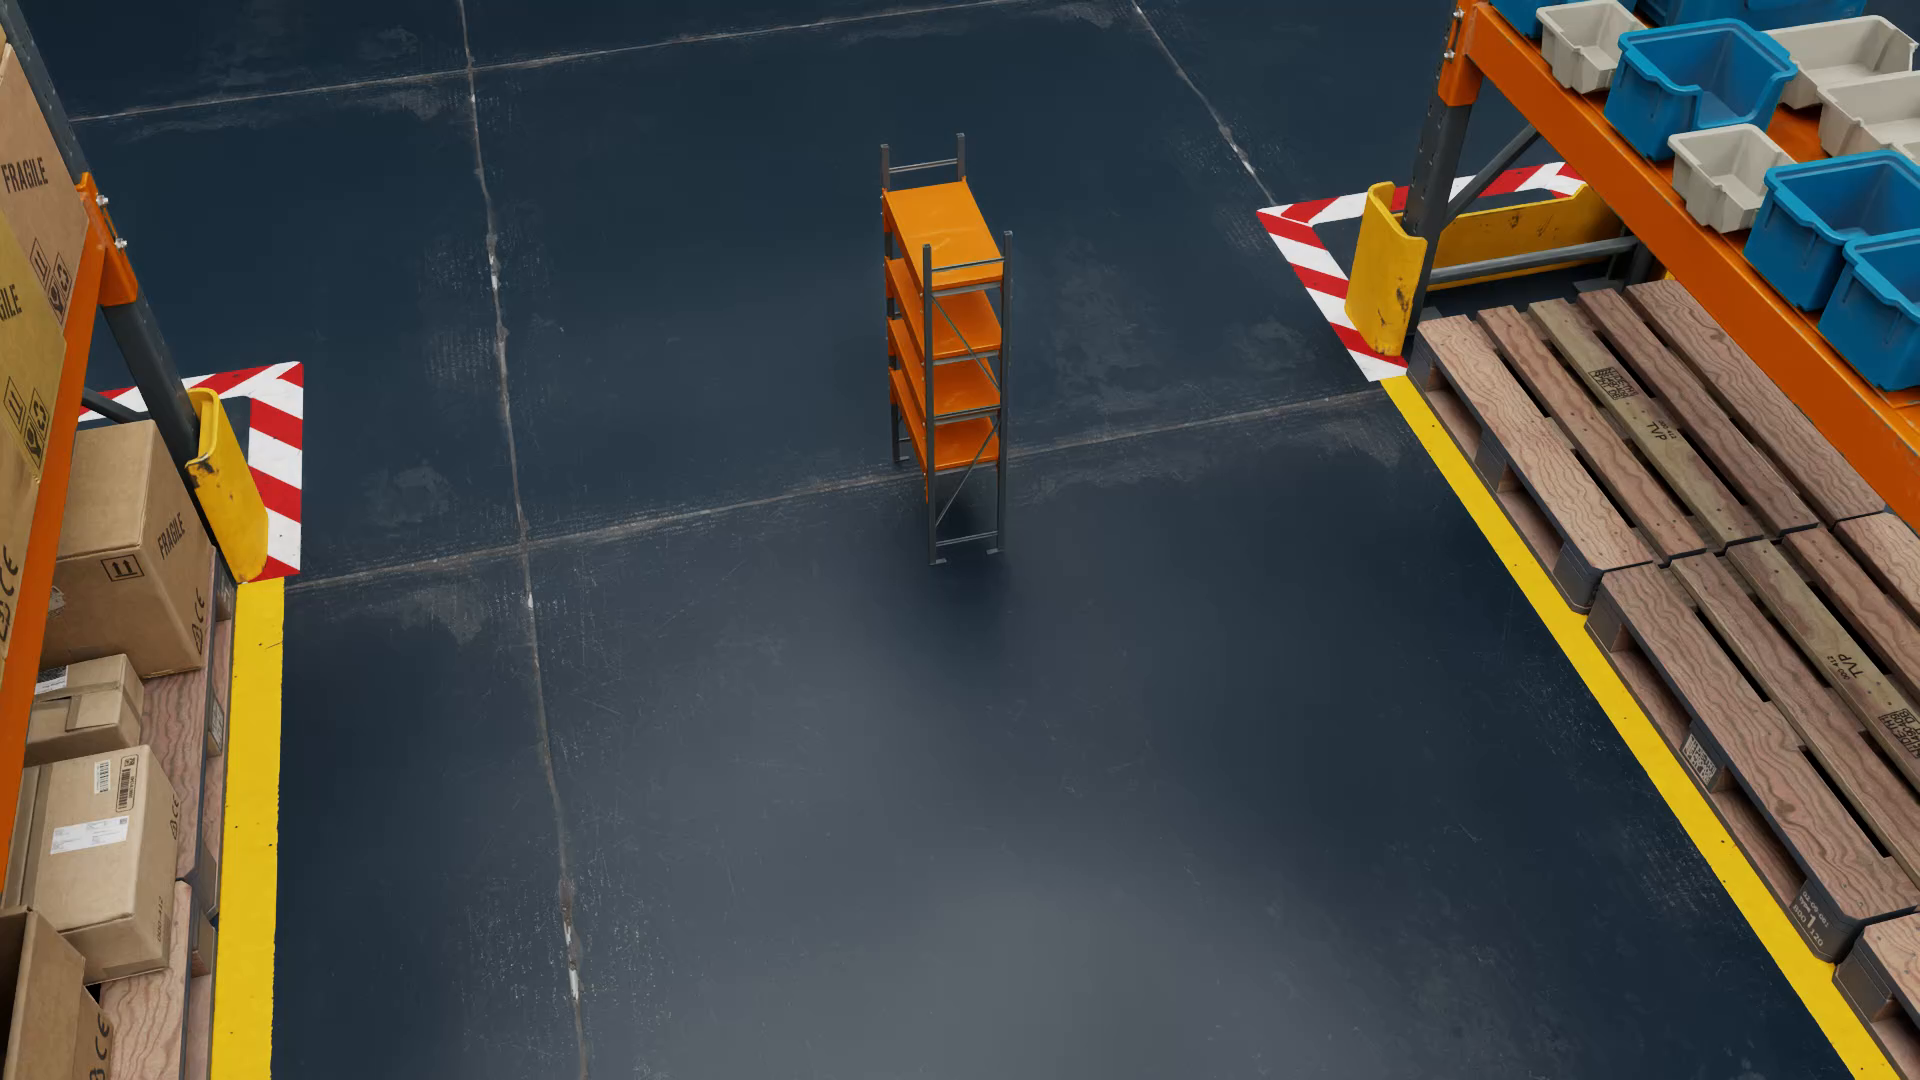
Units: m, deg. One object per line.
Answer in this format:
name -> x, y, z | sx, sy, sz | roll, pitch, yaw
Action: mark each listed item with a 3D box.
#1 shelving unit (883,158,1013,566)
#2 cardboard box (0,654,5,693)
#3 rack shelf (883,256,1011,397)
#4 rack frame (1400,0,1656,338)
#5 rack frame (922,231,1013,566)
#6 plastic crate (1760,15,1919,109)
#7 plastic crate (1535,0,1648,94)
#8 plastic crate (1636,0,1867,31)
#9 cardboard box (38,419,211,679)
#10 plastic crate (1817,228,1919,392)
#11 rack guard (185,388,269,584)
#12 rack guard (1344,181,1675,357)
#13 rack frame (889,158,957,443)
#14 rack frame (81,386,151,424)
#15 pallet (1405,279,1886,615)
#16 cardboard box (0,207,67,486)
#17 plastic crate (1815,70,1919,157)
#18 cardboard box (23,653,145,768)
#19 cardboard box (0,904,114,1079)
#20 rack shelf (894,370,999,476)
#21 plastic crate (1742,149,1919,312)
shelving unit -> -0.042, -0.533, 4.932 | 0.258, 1.200, 0.499 | -11, 47, -10
cardboard box -> -2.007, 0.280, 2.806 | 0.500, 0.500, 0.500 | -11, 47, -11
rack shelf -> -0.042, -0.644, 4.822 | 0.258, 0.148, 0.480 | -11, 47, -10
rack frame -> 2.017, -1.899, 5.011 | 1.000, 3.000, 0.127 | -11, 47, -10
rack frame -> 0.020, -0.366, 4.768 | 0.240, 1.200, 0.015 | -11, 47, -10
plastic crate -> 2.401, -1.298, 4.564 | 0.396, 0.136, 0.243 | -11, 47, -10
plastic crate -> 1.764, -1.360, 4.626 | 0.250, 0.136, 0.298 | -11, 47, -10
plastic crate -> 2.283, -1.735, 4.784 | 0.616, 0.435, 0.499 | -11, 47, -10
cardboard box -> -2.395, 0.056, 4.538 | 0.500, 0.500, 0.500 | -11, 47, -10
plastic crate -> 2.176, -0.514, 3.729 | 0.416, 0.233, 0.300 | -11, 47, -10
rack guard -> -2.753, -0.068, 4.967 | 1.175, 0.500, 0.348 | -11, 47, -10
rack guard -> 1.998, -1.038, 5.917 | 1.175, 0.500, 0.348 | -11, 47, -10
rack frame -> -0.104, -0.703, 5.099 | 0.228, 1.046, 0.006 | -11, 47, -10
rack frame -> -2.775, -0.995, 4.125 | 0.949, 2.616, 0.053 | -11, 47, -10
pallet -> 2.191, -0.346, 5.442 | 1.003, 0.211, 1.213 | -11, 47, -10
cardboard box -> -2.258, -0.414, 3.485 | 0.500, 0.500, 0.500 | -10, 46, -10
plastic crate -> 2.461, -1.095, 4.365 | 0.396, 0.136, 0.243 | -11, 47, -10
cardboard box -> -2.378, 0.468, 4.367 | 0.380, 0.166, 0.250 | -11, 47, -10
cardboard box -> -2.234, 1.189, 3.424 | 0.797, 0.503, 0.637 | -11, 47, -10
rack shelf -> -0.042, -0.376, 5.095 | 0.221, 0.050, 0.457 | -11, 47, -10
plastic crate -> 2.099, -0.722, 3.932 | 0.416, 0.233, 0.300 | -11, 47, -10
